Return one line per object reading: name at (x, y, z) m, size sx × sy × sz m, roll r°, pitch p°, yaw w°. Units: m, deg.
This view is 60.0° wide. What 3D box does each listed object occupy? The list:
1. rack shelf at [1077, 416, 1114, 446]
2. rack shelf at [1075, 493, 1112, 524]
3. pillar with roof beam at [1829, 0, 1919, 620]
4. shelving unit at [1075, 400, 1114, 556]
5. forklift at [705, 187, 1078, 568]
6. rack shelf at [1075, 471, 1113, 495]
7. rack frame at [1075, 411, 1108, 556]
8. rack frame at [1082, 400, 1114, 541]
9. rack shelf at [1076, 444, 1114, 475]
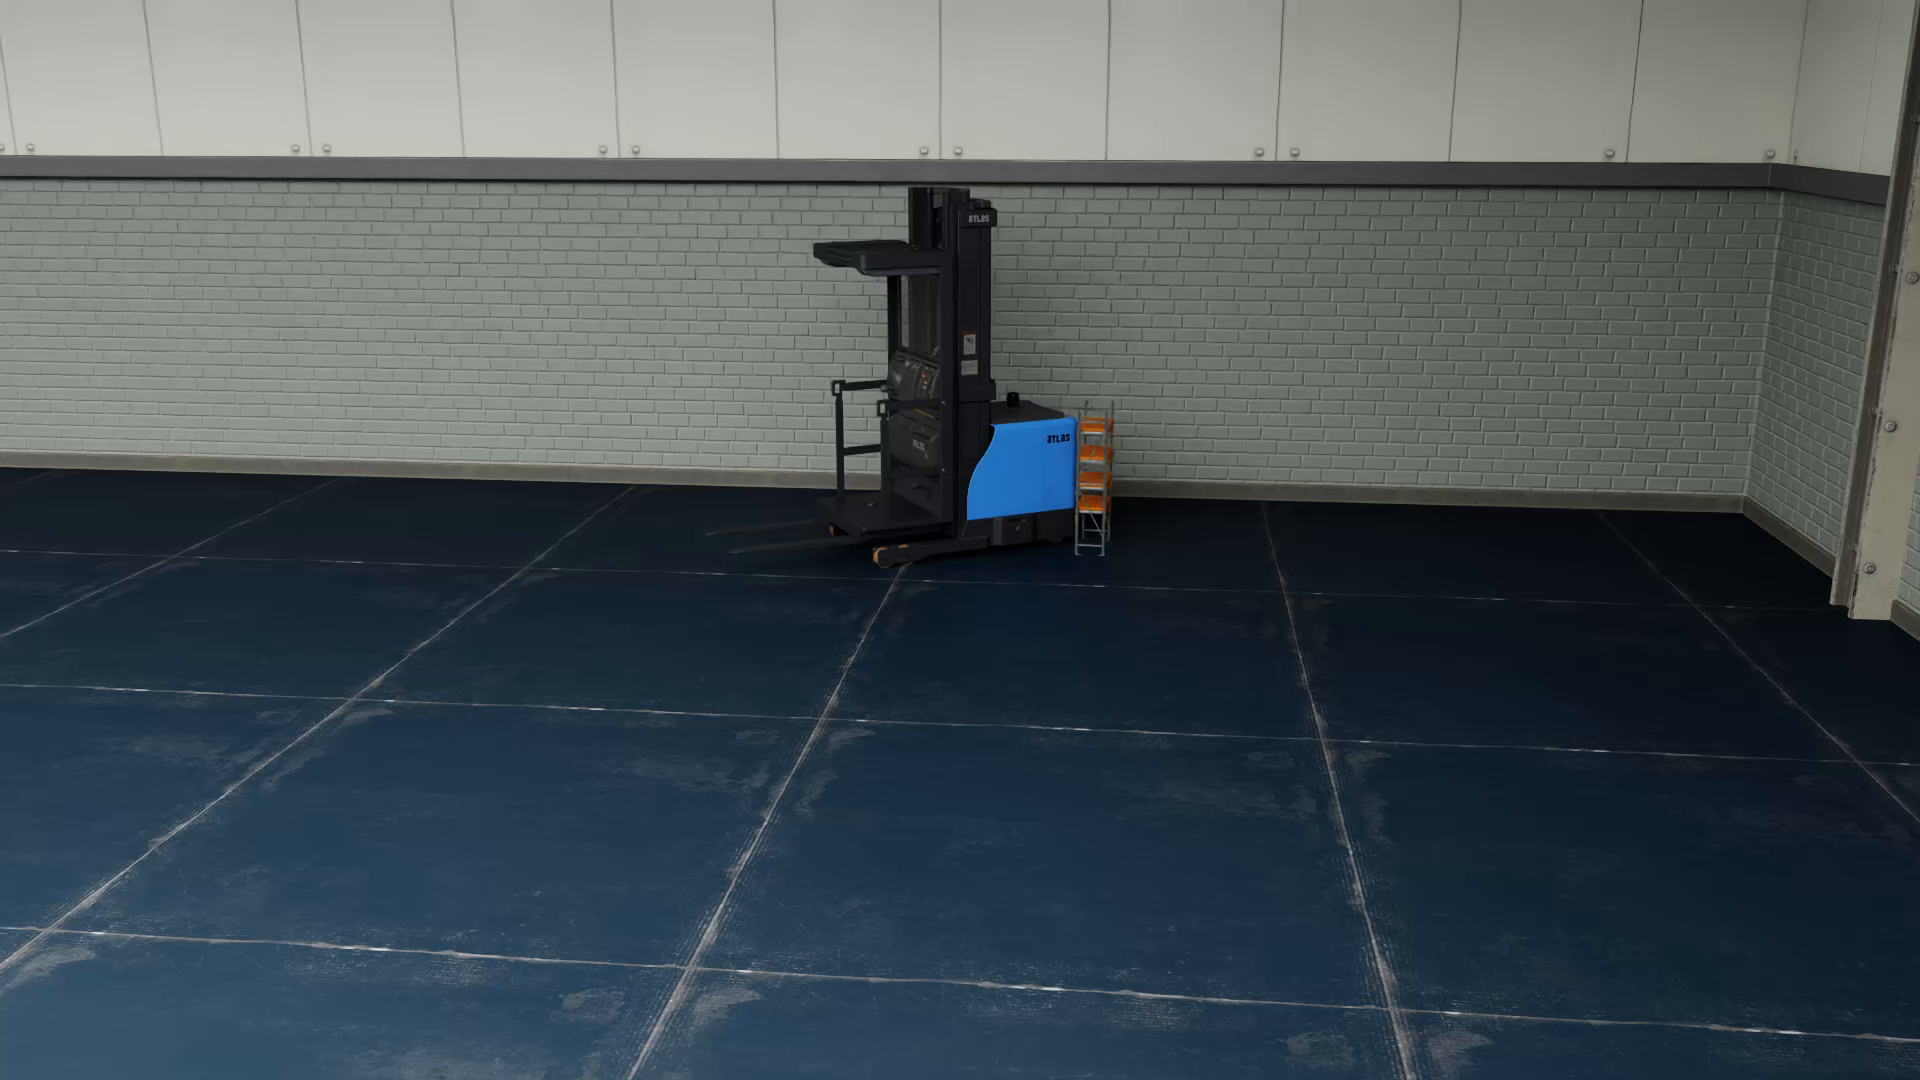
rack shelf at (1.116, -0.897, 13.673) m, size 0.258 × 0.148 × 0.480 m, roll 3°, pitch 15°, yaw 10°
rack shelf at (1.113, -0.261, 13.846) m, size 0.258 × 0.148 × 0.480 m, roll 3°, pitch 15°, yaw 10°
pillar with roof beam at (2.352, -3.948, 11.523) m, size 9.100 × 9.000 × 0.400 m, roll 2°, pitch 15°, yaw 6°
shelving unit at (1.115, -0.518, 13.776) m, size 0.258 × 1.200 × 0.503 m, roll 3°, pitch 15°, yaw 10°
forklift at (-0.564, -1.346, 13.525) m, size 3.031 × 2.935 × 1.130 m, roll -7°, pitch 17°, yaw -24°
rack shelf at (1.114, -0.453, 13.794) m, size 0.258 × 0.148 × 0.480 m, roll 3°, pitch 15°, yaw 10°
rack frame at (1.070, -0.455, 13.544) m, size 0.240 × 1.200 × 0.015 m, roll 3°, pitch 15°, yaw 10°
rack frame at (1.159, -0.580, 14.008) m, size 0.240 × 1.200 × 0.015 m, roll 3°, pitch 15°, yaw 10°
rack shelf at (1.115, -0.669, 13.735) m, size 0.258 × 0.148 × 0.480 m, roll 3°, pitch 15°, yaw 10°
